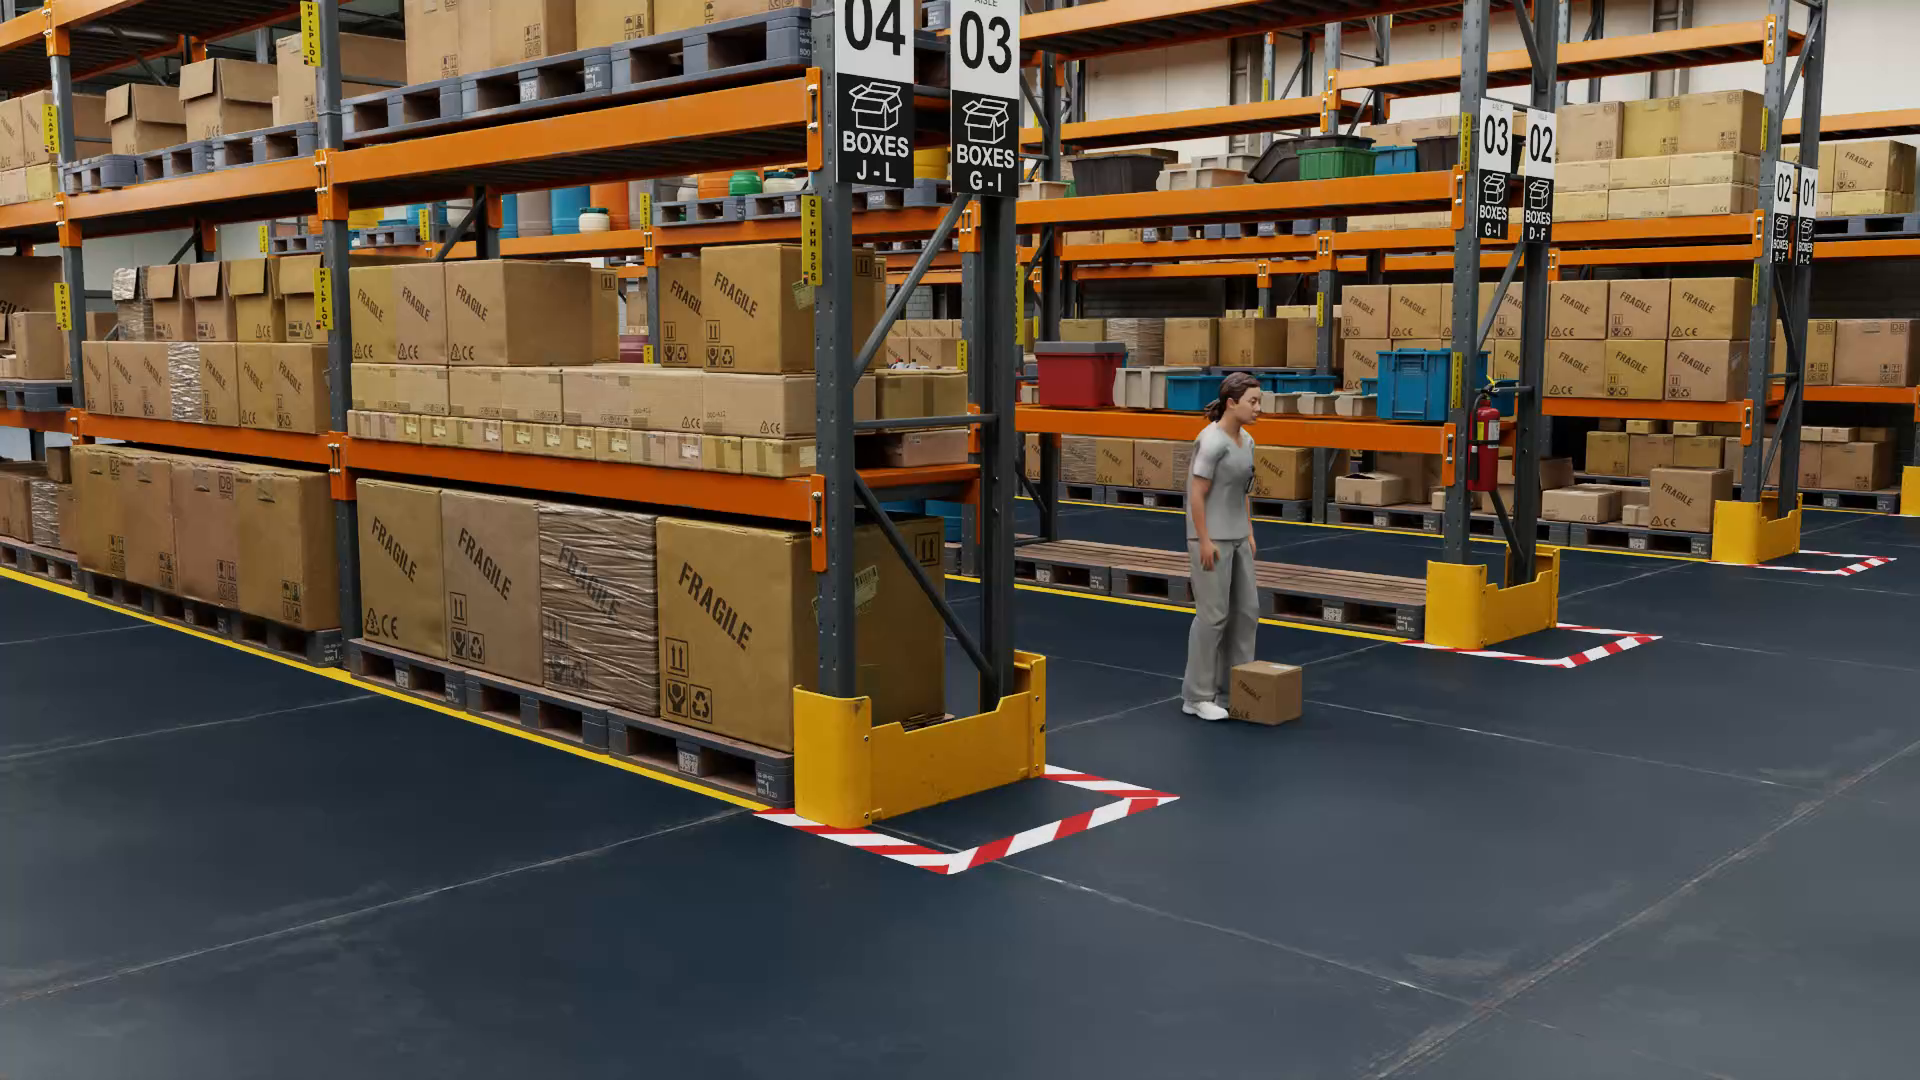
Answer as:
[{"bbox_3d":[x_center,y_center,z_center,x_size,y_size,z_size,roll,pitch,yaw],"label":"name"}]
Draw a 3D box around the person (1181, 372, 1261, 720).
[{"bbox_3d":[1.319,0.018,8.133,0.416,1.671,0.507,6,9,40],"label":"person"}]
